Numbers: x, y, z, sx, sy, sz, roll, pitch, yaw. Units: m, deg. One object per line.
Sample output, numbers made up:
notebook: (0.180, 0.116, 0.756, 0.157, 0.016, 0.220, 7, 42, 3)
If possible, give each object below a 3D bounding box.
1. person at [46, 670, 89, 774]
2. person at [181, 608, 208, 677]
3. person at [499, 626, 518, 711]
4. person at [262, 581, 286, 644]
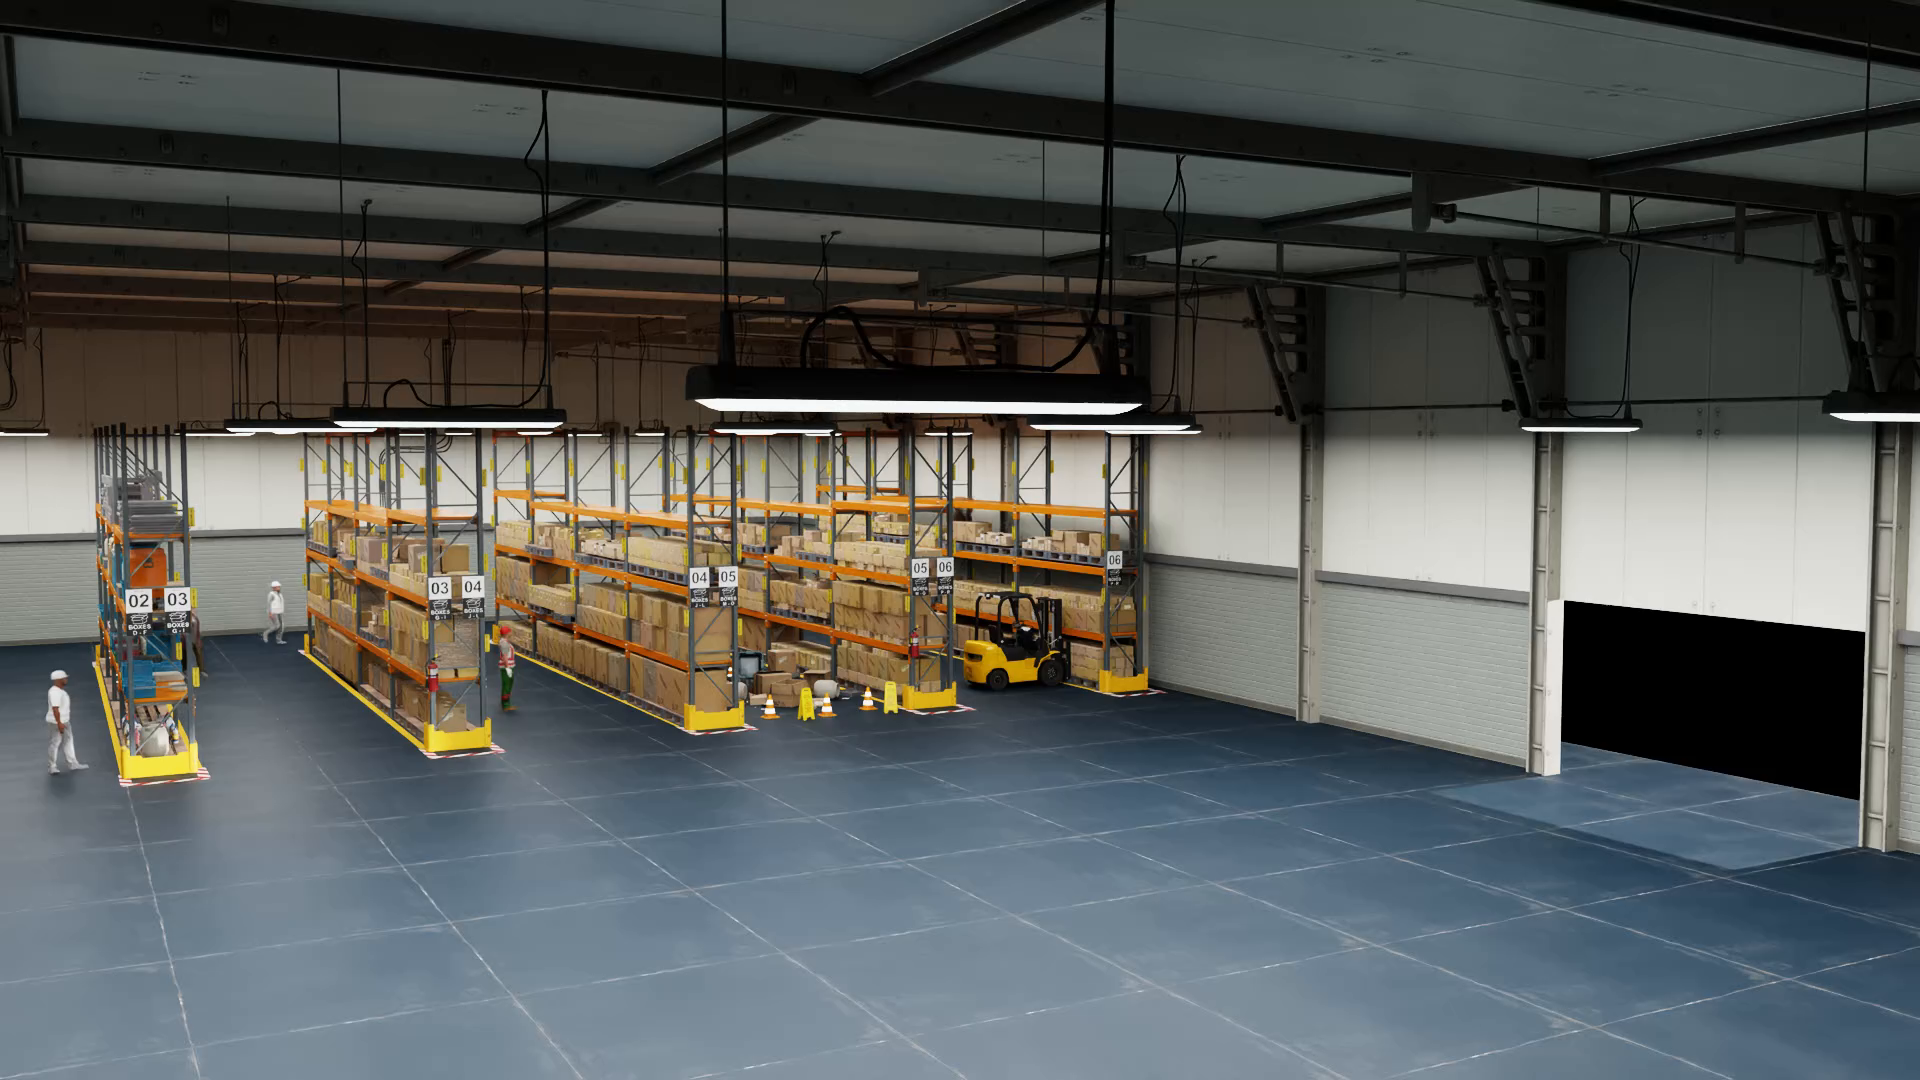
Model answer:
person: (-15.398, 3.117, 28.576, 0.583, 1.759, 0.615, 0, 3, -4)
person: (-18.436, 2.424, 39.919, 0.527, 1.714, 1.104, -3, 5, -41)
person: (-9.550, 2.719, 35.120, 0.420, 1.822, 0.614, 0, 3, -1)
person: (-19.095, 2.026, 46.356, 0.597, 1.760, 0.562, 1, 3, 9)
